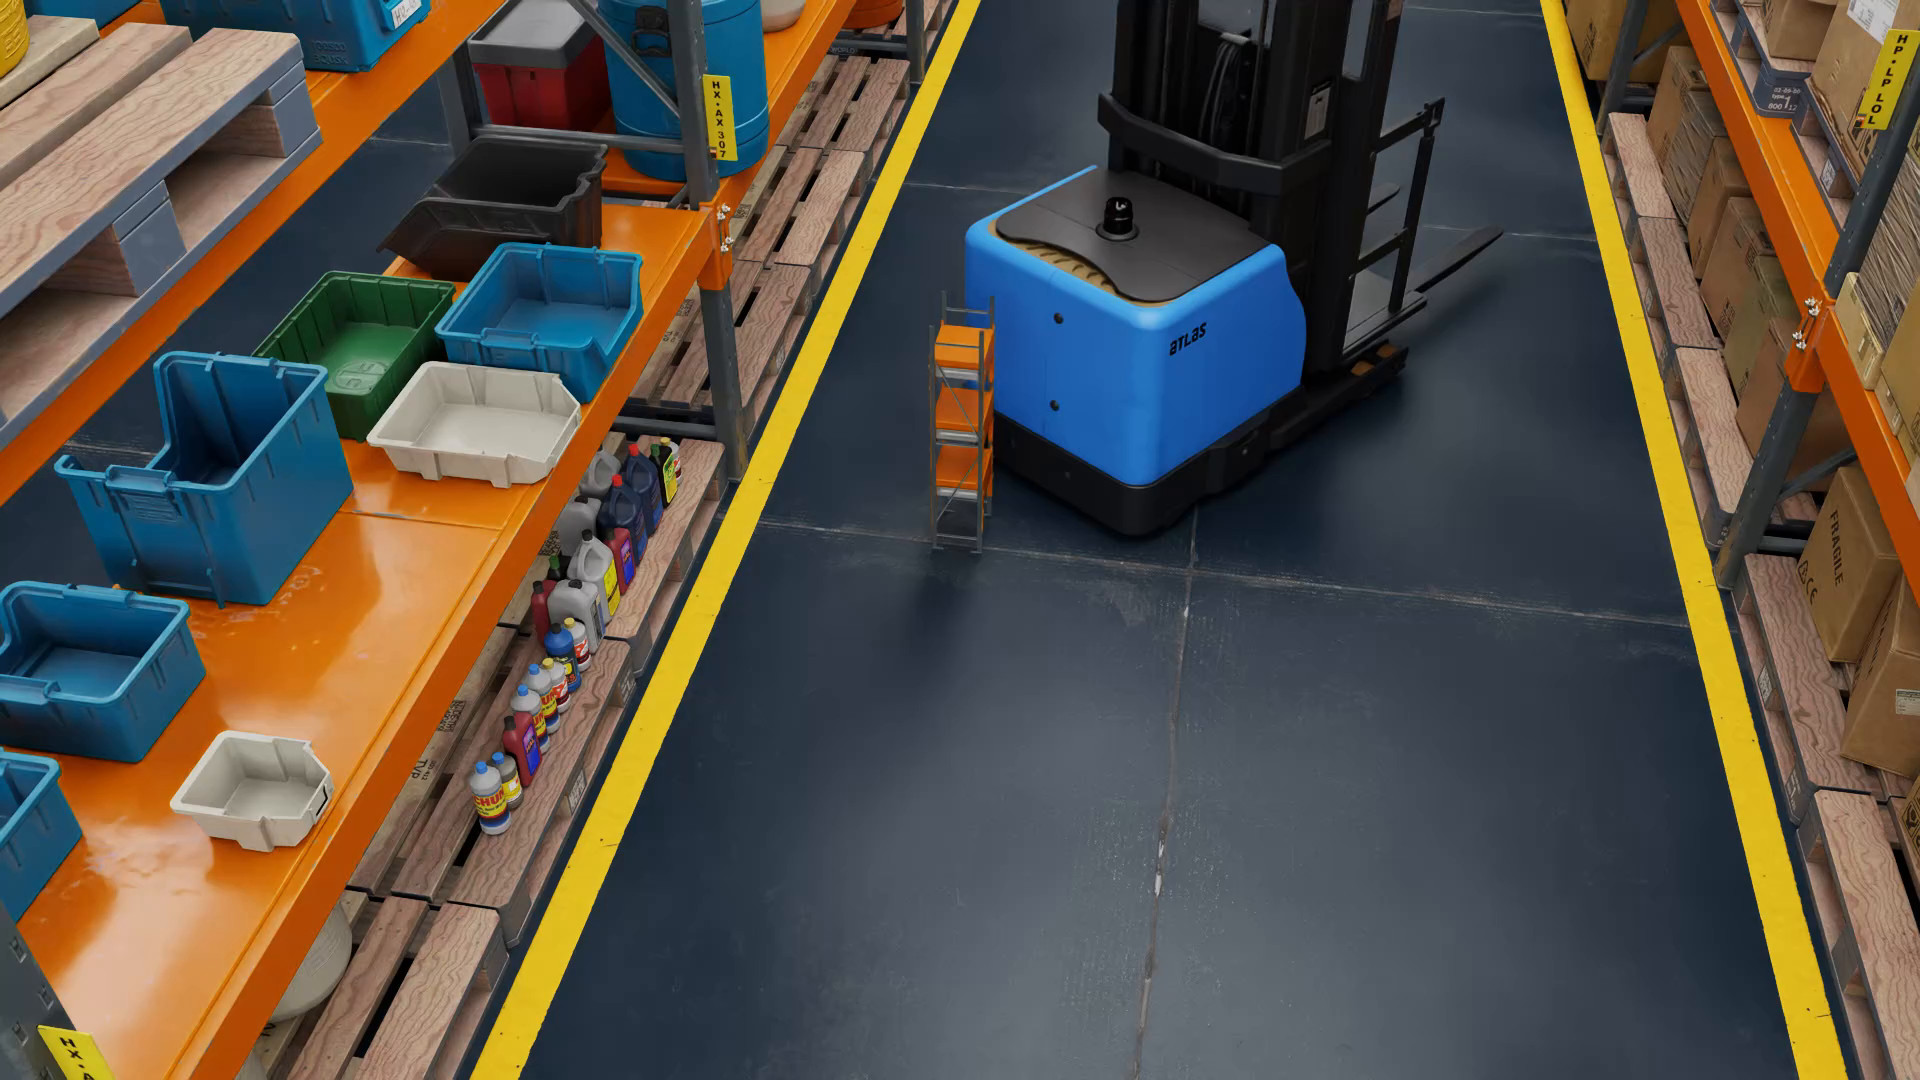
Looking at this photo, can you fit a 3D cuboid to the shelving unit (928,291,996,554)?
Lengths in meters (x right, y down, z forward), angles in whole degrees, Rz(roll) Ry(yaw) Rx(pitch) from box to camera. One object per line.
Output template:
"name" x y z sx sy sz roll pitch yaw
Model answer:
"shelving unit" 0.009 -0.438 6.456 0.215 1.050 0.252 6 40 8

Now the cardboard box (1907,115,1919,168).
"cardboard box" 3.141 -1.227 4.783 0.500 0.500 0.500 6 40 8

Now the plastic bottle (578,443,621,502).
"plastic bottle" -1.379 -0.218 6.393 0.144 0.351 0.185 6 40 8

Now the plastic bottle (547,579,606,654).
"plastic bottle" -1.358 0.252 5.884 0.152 0.276 0.135 7 40 8

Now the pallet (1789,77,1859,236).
"pallet" 3.745 -1.333 6.158 1.003 0.211 1.213 6 40 8

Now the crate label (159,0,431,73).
"crate label" -1.452 -1.216 3.629 0.502 0.251 0.408 6 40 8

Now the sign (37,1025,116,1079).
"sign" -1.560 0.978 2.996 0.100 0.325 0.005 6 40 8

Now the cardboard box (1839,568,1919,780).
"cardboard box" 3.269 0.466 5.465 0.500 0.500 0.500 19 43 21

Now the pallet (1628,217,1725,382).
"pallet" 3.811 -1.125 7.945 1.003 0.211 1.213 6 40 8

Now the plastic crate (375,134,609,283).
"plastic crate" -1.625 -1.151 5.836 0.767 0.338 0.504 6 40 8

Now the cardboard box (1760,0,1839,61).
"cardboard box" 3.678 -2.243 6.698 0.797 0.503 0.637 10 41 12

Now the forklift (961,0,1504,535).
"forklift" 1.404 -1.982 6.847 3.031 2.935 1.130 -32 49 -33

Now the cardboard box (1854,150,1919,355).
"cardboard box" 3.330 -0.820 5.076 0.875 0.500 0.500 6 40 8

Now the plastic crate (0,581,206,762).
"plastic crate" -2.191 0.325 4.120 0.499 0.251 0.408 6 40 8

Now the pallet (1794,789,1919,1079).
"pallet" 3.179 1.325 4.982 1.003 0.211 1.213 6 40 8

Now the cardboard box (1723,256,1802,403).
"cardboard box" 3.698 -0.829 7.015 0.700 0.500 0.500 6 40 7

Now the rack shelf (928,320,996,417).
"rack shelf" 0.009 -0.649 6.282 0.215 0.259 0.240 6 40 8

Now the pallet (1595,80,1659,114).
"pallet" 4.372 -2.865 10.050 1.003 0.211 1.213 6 40 8

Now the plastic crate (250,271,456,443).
"plastic crate" -1.922 -0.587 5.272 0.450 0.188 0.662 6 40 8

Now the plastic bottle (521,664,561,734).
"plastic bottle" -1.404 0.522 5.561 0.097 0.271 0.097 0 40 0

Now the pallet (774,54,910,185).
"pallet" -0.889 -2.443 9.539 1.003 0.211 1.213 6 40 8

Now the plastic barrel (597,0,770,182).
"plastic barrel" -1.044 -1.891 6.290 0.600 0.901 0.708 6 40 8

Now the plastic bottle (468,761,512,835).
"plastic bottle" -1.481 0.800 5.224 0.097 0.271 0.097 0 40 0

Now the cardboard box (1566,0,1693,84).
"cardboard box" 4.301 -3.227 9.637 1.225 0.875 0.875 5 40 6

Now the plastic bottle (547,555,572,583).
"plastic bottle" -1.431 0.152 5.998 0.061 0.283 0.133 6 40 8

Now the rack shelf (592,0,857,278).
"rack shelf" -1.063 -2.467 7.944 1.077 0.370 4.000 6 40 8

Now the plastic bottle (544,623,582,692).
"plastic bottle" -1.369 0.395 5.714 0.097 0.271 0.097 0 40 0

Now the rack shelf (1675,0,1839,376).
"rack shelf" 3.815 -1.921 7.284 1.077 0.370 4.000 6 40 8

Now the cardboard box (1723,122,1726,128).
"cardboard box" 3.993 -2.191 8.073 0.500 0.250 0.500 11 41 13

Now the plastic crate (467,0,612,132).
"plastic crate" -1.627 -1.851 6.585 0.402 0.464 0.583 6 40 8

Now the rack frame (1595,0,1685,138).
"rack frame" 4.161 -3.453 8.573 1.000 3.000 0.127 6 40 8

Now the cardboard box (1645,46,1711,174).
"cardboard box" 4.065 -2.237 8.718 0.700 0.500 0.500 4 40 5

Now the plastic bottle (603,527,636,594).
"plastic bottle" -1.257 0.052 6.120 0.061 0.283 0.133 9 40 11

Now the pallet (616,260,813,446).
"pallet" -1.311 -0.911 7.687 1.003 0.211 1.213 6 40 8

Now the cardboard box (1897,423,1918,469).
"cardboard box" 3.030 -0.271 4.921 0.380 0.149 0.250 6 40 8

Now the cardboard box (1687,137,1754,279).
"cardboard box" 3.890 -1.531 7.864 0.700 0.500 0.500 10 41 11

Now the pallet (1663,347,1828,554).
"pallet" 3.602 -0.357 7.016 1.003 0.211 1.213 6 40 8

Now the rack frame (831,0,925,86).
"rack frame" -0.717 -3.999 9.233 1.000 3.000 0.127 6 40 8

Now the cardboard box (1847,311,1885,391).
"cardboard box" 3.080 -0.589 5.305 0.380 0.149 0.250 6 40 8

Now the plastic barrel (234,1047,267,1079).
"plastic barrel" -2.063 1.397 4.329 0.421 0.512 0.421 0 40 0

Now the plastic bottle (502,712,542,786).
"plastic bottle" -1.423 0.655 5.390 0.061 0.283 0.133 7 40 8

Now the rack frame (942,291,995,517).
"rack frame" 0.030 -0.515 6.549 0.200 1.050 0.008 6 40 8

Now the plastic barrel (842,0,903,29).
"plastic barrel" -0.649 -3.634 10.165 0.600 0.830 0.708 6 40 8

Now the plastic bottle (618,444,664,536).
"plastic bottle" -1.237 -0.202 6.373 0.144 0.351 0.185 5 40 6

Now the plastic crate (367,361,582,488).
"plastic crate" -1.441 -0.340 5.015 0.530 0.136 0.437 6 40 8

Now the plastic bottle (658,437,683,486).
"plastic bottle" -1.165 -0.318 6.631 0.097 0.201 0.097 0 40 0

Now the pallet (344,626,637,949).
"pallet" -1.775 0.770 5.652 1.003 0.211 1.213 6 40 8

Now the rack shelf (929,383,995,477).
"rack shelf" 0.009 -0.430 6.463 0.215 0.259 0.240 6 40 8
